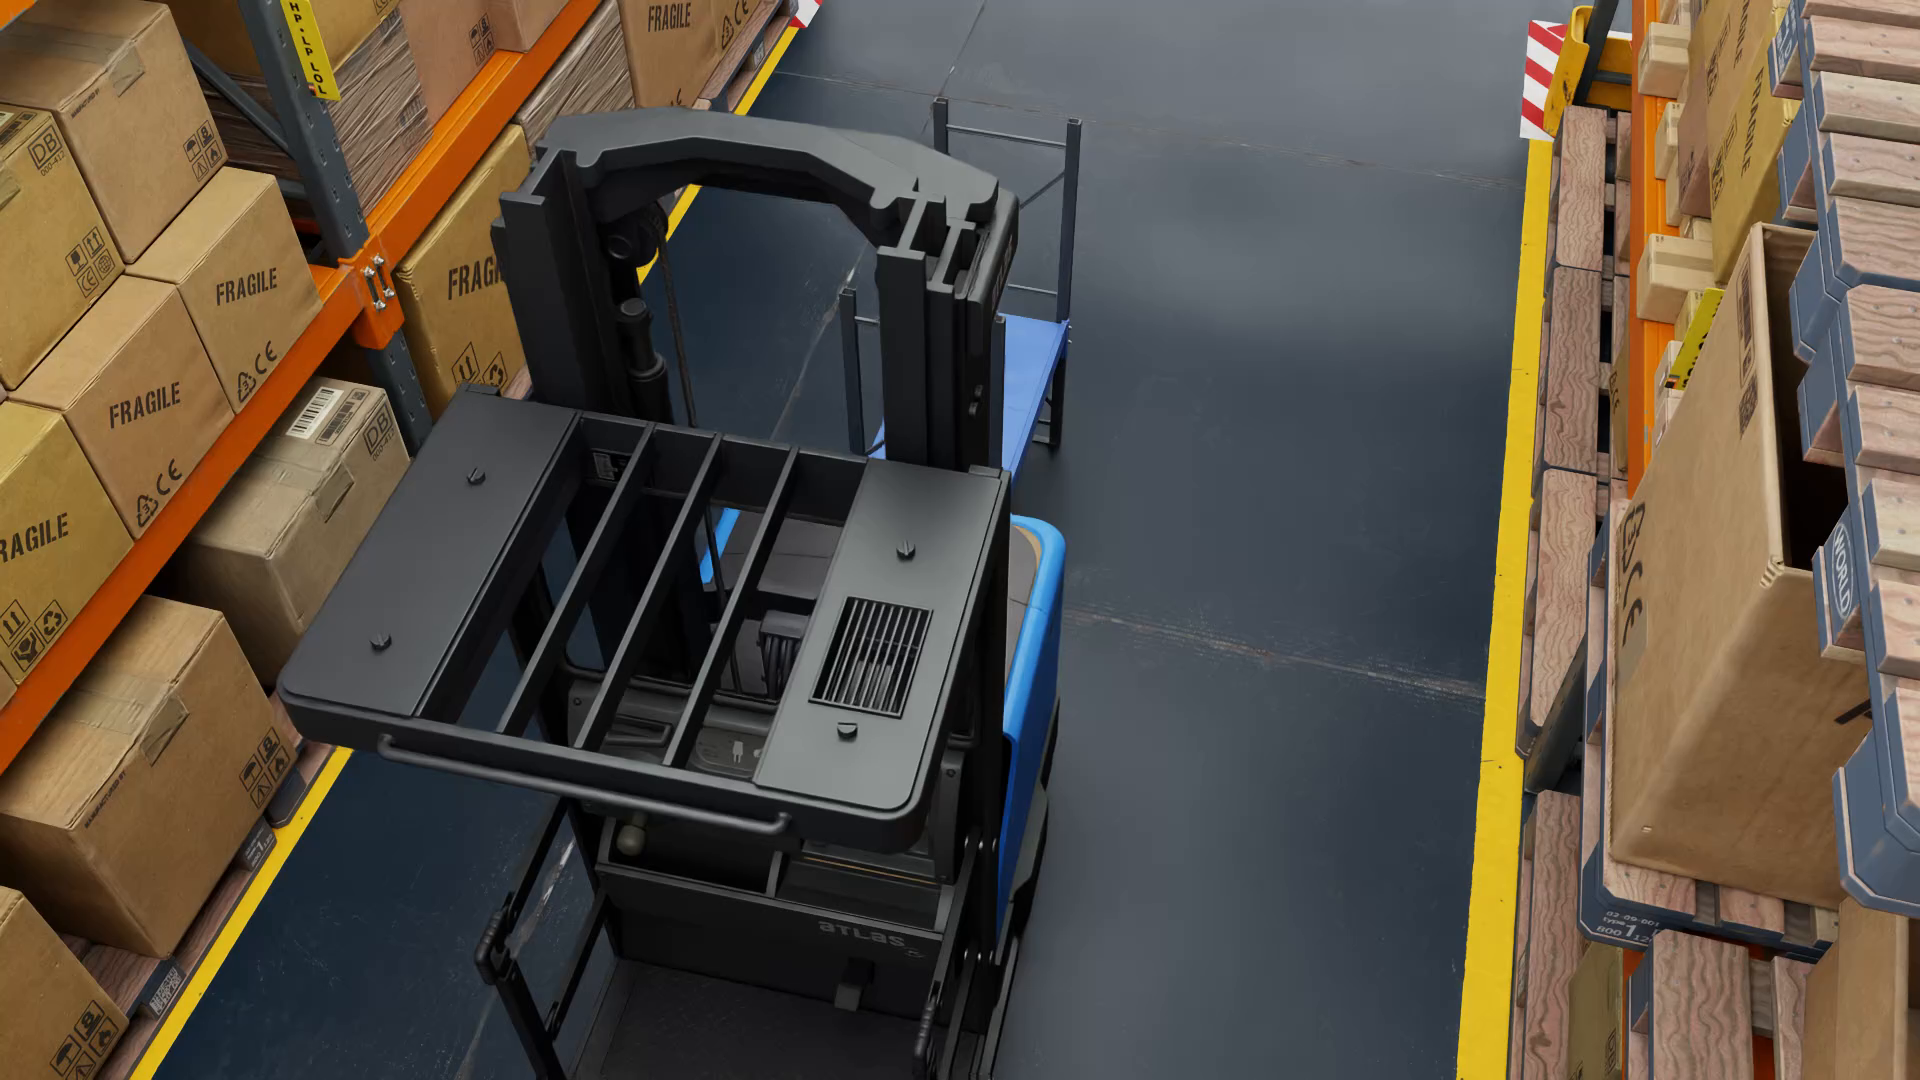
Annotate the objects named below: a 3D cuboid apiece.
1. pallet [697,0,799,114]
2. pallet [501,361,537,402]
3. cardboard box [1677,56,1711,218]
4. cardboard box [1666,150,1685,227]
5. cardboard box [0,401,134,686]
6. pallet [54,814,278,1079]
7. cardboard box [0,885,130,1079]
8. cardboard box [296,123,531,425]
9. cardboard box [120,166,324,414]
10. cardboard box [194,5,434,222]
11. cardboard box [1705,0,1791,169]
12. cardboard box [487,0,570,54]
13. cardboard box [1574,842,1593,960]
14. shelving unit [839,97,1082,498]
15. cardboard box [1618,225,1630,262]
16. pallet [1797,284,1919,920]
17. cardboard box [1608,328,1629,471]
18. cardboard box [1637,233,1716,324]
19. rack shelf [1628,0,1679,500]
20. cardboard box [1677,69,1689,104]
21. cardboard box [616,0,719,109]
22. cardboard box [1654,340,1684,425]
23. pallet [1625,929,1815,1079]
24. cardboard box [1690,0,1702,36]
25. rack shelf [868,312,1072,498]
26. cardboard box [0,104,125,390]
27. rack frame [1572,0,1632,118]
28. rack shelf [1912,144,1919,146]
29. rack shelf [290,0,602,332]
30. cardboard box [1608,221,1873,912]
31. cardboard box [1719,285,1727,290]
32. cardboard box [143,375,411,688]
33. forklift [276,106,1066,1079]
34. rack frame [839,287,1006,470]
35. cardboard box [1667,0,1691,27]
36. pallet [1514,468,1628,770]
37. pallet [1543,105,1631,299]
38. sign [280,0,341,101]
[{"bbox_3d":[-1.475,-2.529,8.341,1.003,0.211,1.213,12,50,10],"label":"pallet"},{"bbox_3d":[-2.117,-0.764,6.783,1.003,0.211,1.213,12,50,10],"label":"pallet"},{"bbox_3d":[2.744,-1.281,5.115,0.875,0.500,0.500,12,50,10],"label":"cardboard box"},{"bbox_3d":[2.515,-1.125,5.409,0.380,0.149,0.250,12,50,10],"label":"cardboard box"},{"bbox_3d":[-2.538,-0.024,4.204,0.500,0.500,0.500,12,50,10],"label":"cardboard box"},{"bbox_3d":[-2.843,1.229,5.024,1.003,0.211,1.213,12,50,10],"label":"pallet"},{"bbox_3d":[-2.972,1.291,4.330,1.050,0.750,0.750,12,50,11],"label":"cardboard box"},{"bbox_3d":[-2.160,-1.029,6.294,0.875,0.875,0.875,12,50,11],"label":"cardboard box"},{"bbox_3d":[-2.272,-0.755,4.849,0.500,0.500,0.500,11,50,10],"label":"cardboard box"},{"bbox_3d":[-2.307,-1.471,5.447,0.875,0.550,0.550,12,50,10],"label":"cardboard box"},{"bbox_3d":[2.349,-1.304,4.468,0.500,0.500,0.500,12,50,10],"label":"cardboard box"},{"bbox_3d":[-1.929,-2.240,6.127,0.875,0.550,0.550,12,50,10],"label":"cardboard box"},{"bbox_3d":[2.183,1.022,4.722,0.700,0.500,0.500,8,49,7],"label":"cardboard box"},{"bbox_3d":[0.022,-0.558,5.742,0.538,1.500,1.048,12,50,10],"label":"shelving unit"},{"bbox_3d":[3.113,-1.417,6.887,0.500,0.500,0.500,24,53,20],"label":"cardboard box"},{"bbox_3d":[1.830,0.146,2.245,1.213,0.211,1.003,12,50,10],"label":"pallet"},{"bbox_3d":[2.740,-0.573,6.143,0.500,0.500,0.500,8,49,7],"label":"cardboard box"},{"bbox_3d":[2.295,-0.781,5.106,0.380,0.149,0.250,12,50,10],"label":"cardboard box"},{"bbox_3d":[2.892,-1.308,5.884,1.077,0.370,4.000,12,50,10],"label":"rack shelf"},{"bbox_3d":[2.687,-1.478,5.721,0.380,0.149,0.250,12,50,10],"label":"cardboard box"},{"bbox_3d":[-1.685,-2.341,7.452,0.875,0.875,0.875,11,49,9],"label":"cardboard box"},{"bbox_3d":[2.213,-0.409,4.778,0.380,0.149,0.250,12,50,10],"label":"cardboard box"},{"bbox_3d":[1.794,1.417,3.127,1.003,0.211,1.213,12,50,10],"label":"pallet"},{"bbox_3d":[3.058,-1.994,5.744,0.875,0.500,0.500,12,50,10],"label":"cardboard box"},{"bbox_3d":[0.022,-0.439,5.877,0.538,0.185,1.000,12,50,10],"label":"rack shelf"},{"bbox_3d":[-2.651,-0.783,4.207,0.700,0.500,0.500,11,49,9],"label":"cardboard box"},{"bbox_3d":[3.418,-2.993,6.891,1.000,3.000,0.127,12,50,10],"label":"rack frame"},{"bbox_3d":[1.839,0.592,2.206,1.077,0.370,4.000,12,50,10],"label":"rack shelf"},{"bbox_3d":[-1.867,-2.360,6.812,1.077,0.370,4.000,12,50,10],"label":"rack shelf"},{"bbox_3d":[2.021,0.110,3.472,1.000,1.000,1.000,12,50,10],"label":"cardboard box"},{"bbox_3d":[2.544,-0.545,4.465,0.875,0.500,0.500,12,50,10],"label":"cardboard box"},{"bbox_3d":[-2.470,-0.080,5.540,1.050,0.750,0.750,11,50,10],"label":"cardboard box"},{"bbox_3d":[-0.500,0.688,3.688,1.130,2.935,3.031,10,49,8],"label":"forklift"},{"bbox_3d":[-0.111,-0.190,5.418,0.500,1.500,0.032,12,50,10],"label":"rack frame"},{"bbox_3d":[2.791,-1.845,6.046,0.380,0.149,0.250,12,50,10],"label":"cardboard box"},{"bbox_3d":[2.508,0.330,5.818,1.003,0.211,1.213,12,50,10],"label":"pallet"},{"bbox_3d":[3.150,-1.435,7.376,1.003,0.211,1.213,12,50,10],"label":"pallet"},{"bbox_3d":[-1.867,-1.409,4.773,0.100,0.325,0.005,12,50,10],"label":"sign"}]
